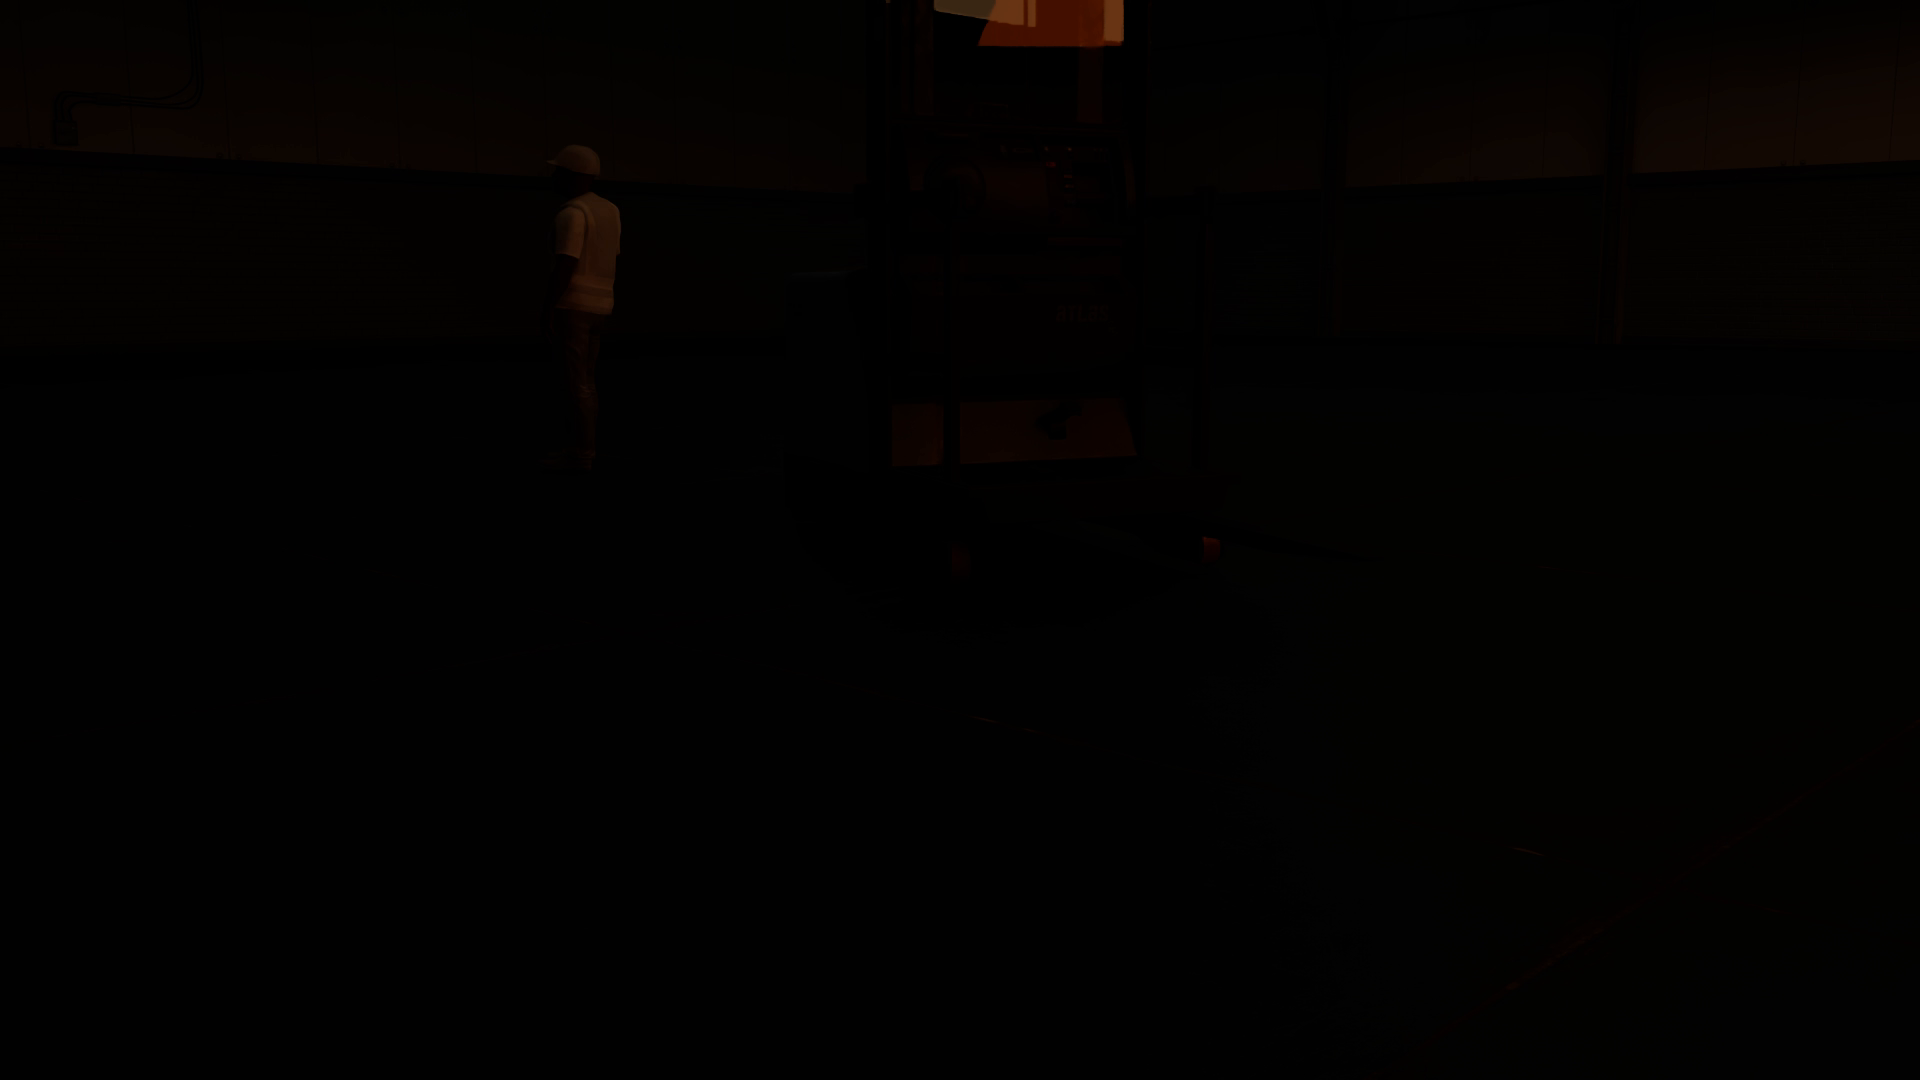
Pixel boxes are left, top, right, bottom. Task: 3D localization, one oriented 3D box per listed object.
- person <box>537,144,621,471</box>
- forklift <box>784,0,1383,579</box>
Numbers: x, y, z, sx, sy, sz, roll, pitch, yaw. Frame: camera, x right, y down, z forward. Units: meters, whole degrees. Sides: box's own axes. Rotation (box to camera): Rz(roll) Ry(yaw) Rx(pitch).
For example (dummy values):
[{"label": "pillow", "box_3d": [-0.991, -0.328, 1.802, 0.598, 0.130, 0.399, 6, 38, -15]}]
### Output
[{"label": "person", "box_3d": [-2.169, -1.265, 9.144, 0.572, 1.767, 0.669, 2, 9, 13]}, {"label": "forklift", "box_3d": [0.311, -1.361, 5.912, 1.130, 2.935, 3.031, -4, 9, -24]}]
